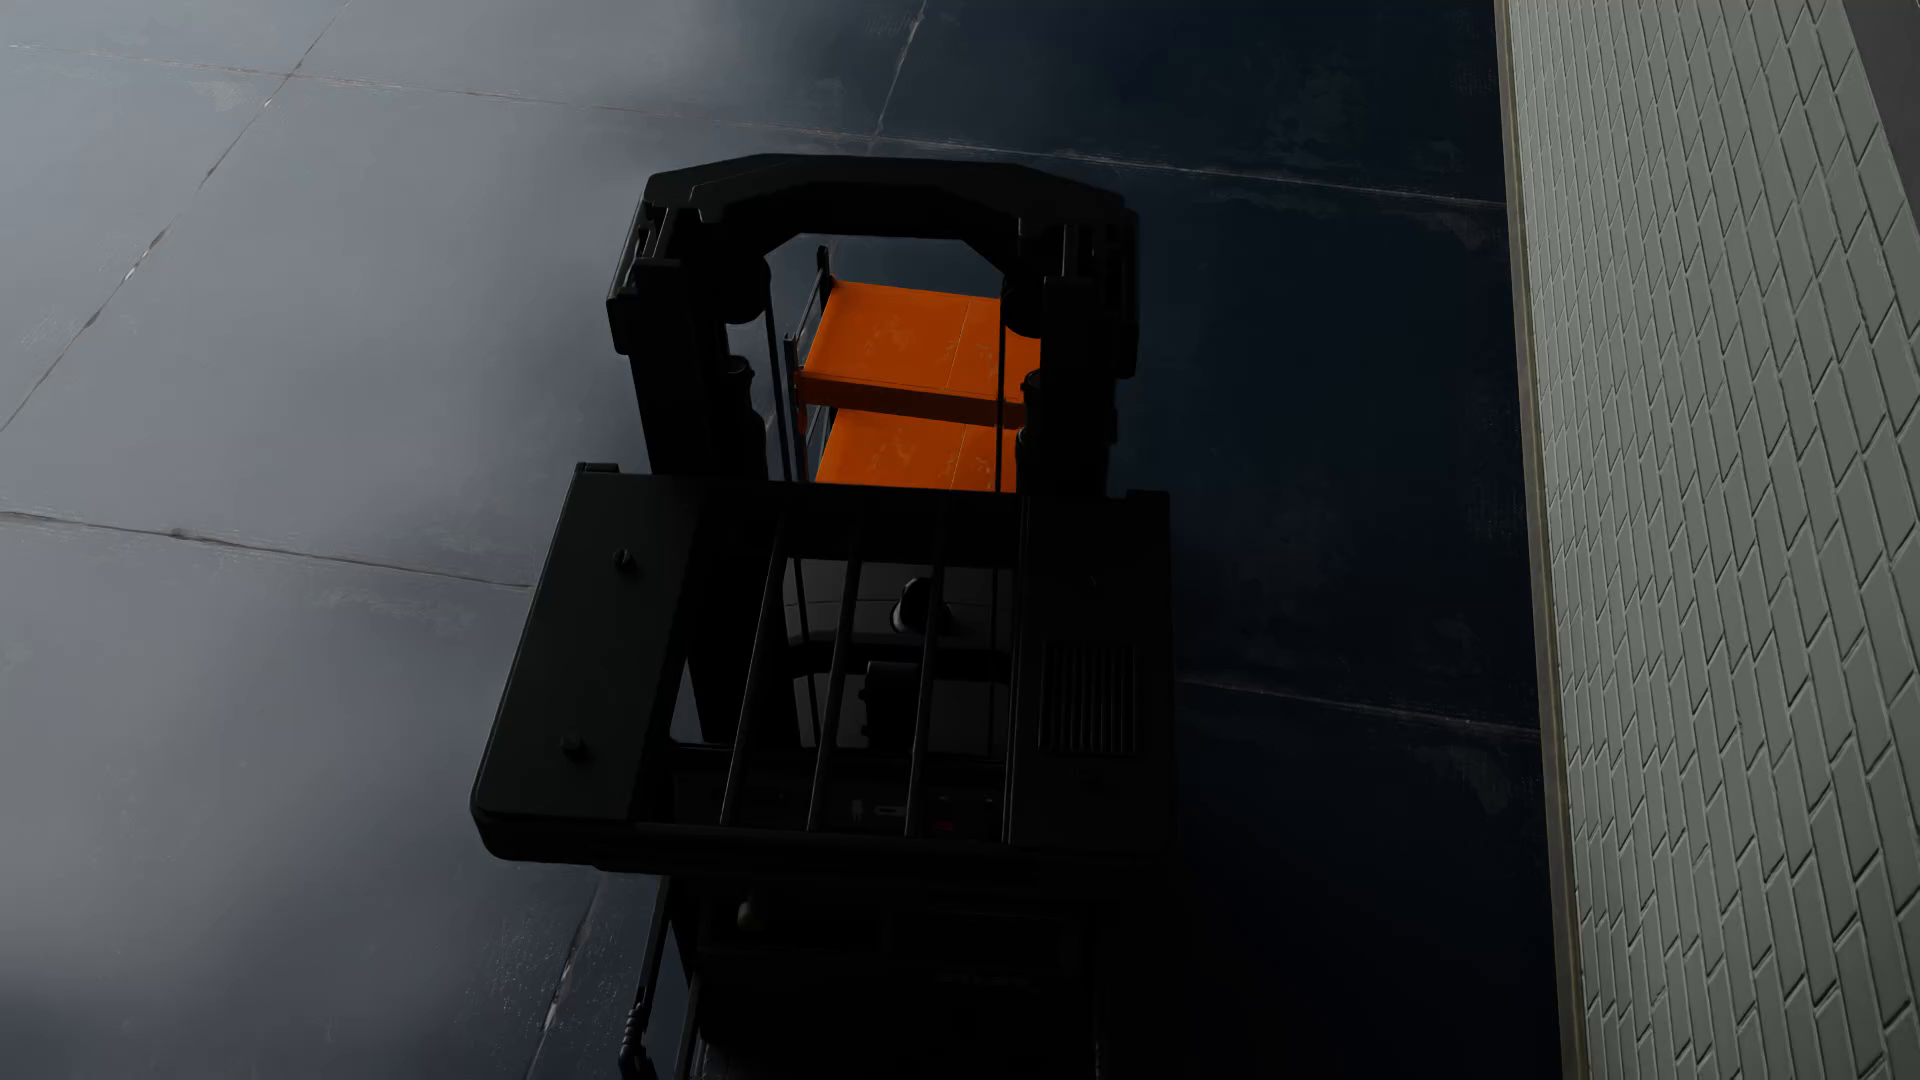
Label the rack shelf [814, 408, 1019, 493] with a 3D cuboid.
[{"bbox_3d":[-0.007,-0.213,6.014,1.000,0.278,0.538,8,49,7],"label":"rack shelf"}]

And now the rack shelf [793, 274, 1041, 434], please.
[{"bbox_3d":[-0.007,-0.572,5.615,1.000,0.278,0.538,8,49,7],"label":"rack shelf"}]

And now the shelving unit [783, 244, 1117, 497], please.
[{"bbox_3d":[-0.007,-0.377,5.832,1.048,1.125,0.538,8,49,7],"label":"shelving unit"}]

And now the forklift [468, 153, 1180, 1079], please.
[{"bbox_3d":[-0.183,0.798,3.562,1.130,2.935,3.031,3,48,3],"label":"forklift"}]

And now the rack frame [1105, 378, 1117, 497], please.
[{"bbox_3d":[0.494,-0.310,5.772,0.032,1.125,0.500,8,49,7],"label":"rack frame"}]

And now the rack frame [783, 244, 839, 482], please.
[{"bbox_3d":[-0.507,-0.444,5.893,0.032,1.125,0.500,8,49,7],"label":"rack frame"}]
